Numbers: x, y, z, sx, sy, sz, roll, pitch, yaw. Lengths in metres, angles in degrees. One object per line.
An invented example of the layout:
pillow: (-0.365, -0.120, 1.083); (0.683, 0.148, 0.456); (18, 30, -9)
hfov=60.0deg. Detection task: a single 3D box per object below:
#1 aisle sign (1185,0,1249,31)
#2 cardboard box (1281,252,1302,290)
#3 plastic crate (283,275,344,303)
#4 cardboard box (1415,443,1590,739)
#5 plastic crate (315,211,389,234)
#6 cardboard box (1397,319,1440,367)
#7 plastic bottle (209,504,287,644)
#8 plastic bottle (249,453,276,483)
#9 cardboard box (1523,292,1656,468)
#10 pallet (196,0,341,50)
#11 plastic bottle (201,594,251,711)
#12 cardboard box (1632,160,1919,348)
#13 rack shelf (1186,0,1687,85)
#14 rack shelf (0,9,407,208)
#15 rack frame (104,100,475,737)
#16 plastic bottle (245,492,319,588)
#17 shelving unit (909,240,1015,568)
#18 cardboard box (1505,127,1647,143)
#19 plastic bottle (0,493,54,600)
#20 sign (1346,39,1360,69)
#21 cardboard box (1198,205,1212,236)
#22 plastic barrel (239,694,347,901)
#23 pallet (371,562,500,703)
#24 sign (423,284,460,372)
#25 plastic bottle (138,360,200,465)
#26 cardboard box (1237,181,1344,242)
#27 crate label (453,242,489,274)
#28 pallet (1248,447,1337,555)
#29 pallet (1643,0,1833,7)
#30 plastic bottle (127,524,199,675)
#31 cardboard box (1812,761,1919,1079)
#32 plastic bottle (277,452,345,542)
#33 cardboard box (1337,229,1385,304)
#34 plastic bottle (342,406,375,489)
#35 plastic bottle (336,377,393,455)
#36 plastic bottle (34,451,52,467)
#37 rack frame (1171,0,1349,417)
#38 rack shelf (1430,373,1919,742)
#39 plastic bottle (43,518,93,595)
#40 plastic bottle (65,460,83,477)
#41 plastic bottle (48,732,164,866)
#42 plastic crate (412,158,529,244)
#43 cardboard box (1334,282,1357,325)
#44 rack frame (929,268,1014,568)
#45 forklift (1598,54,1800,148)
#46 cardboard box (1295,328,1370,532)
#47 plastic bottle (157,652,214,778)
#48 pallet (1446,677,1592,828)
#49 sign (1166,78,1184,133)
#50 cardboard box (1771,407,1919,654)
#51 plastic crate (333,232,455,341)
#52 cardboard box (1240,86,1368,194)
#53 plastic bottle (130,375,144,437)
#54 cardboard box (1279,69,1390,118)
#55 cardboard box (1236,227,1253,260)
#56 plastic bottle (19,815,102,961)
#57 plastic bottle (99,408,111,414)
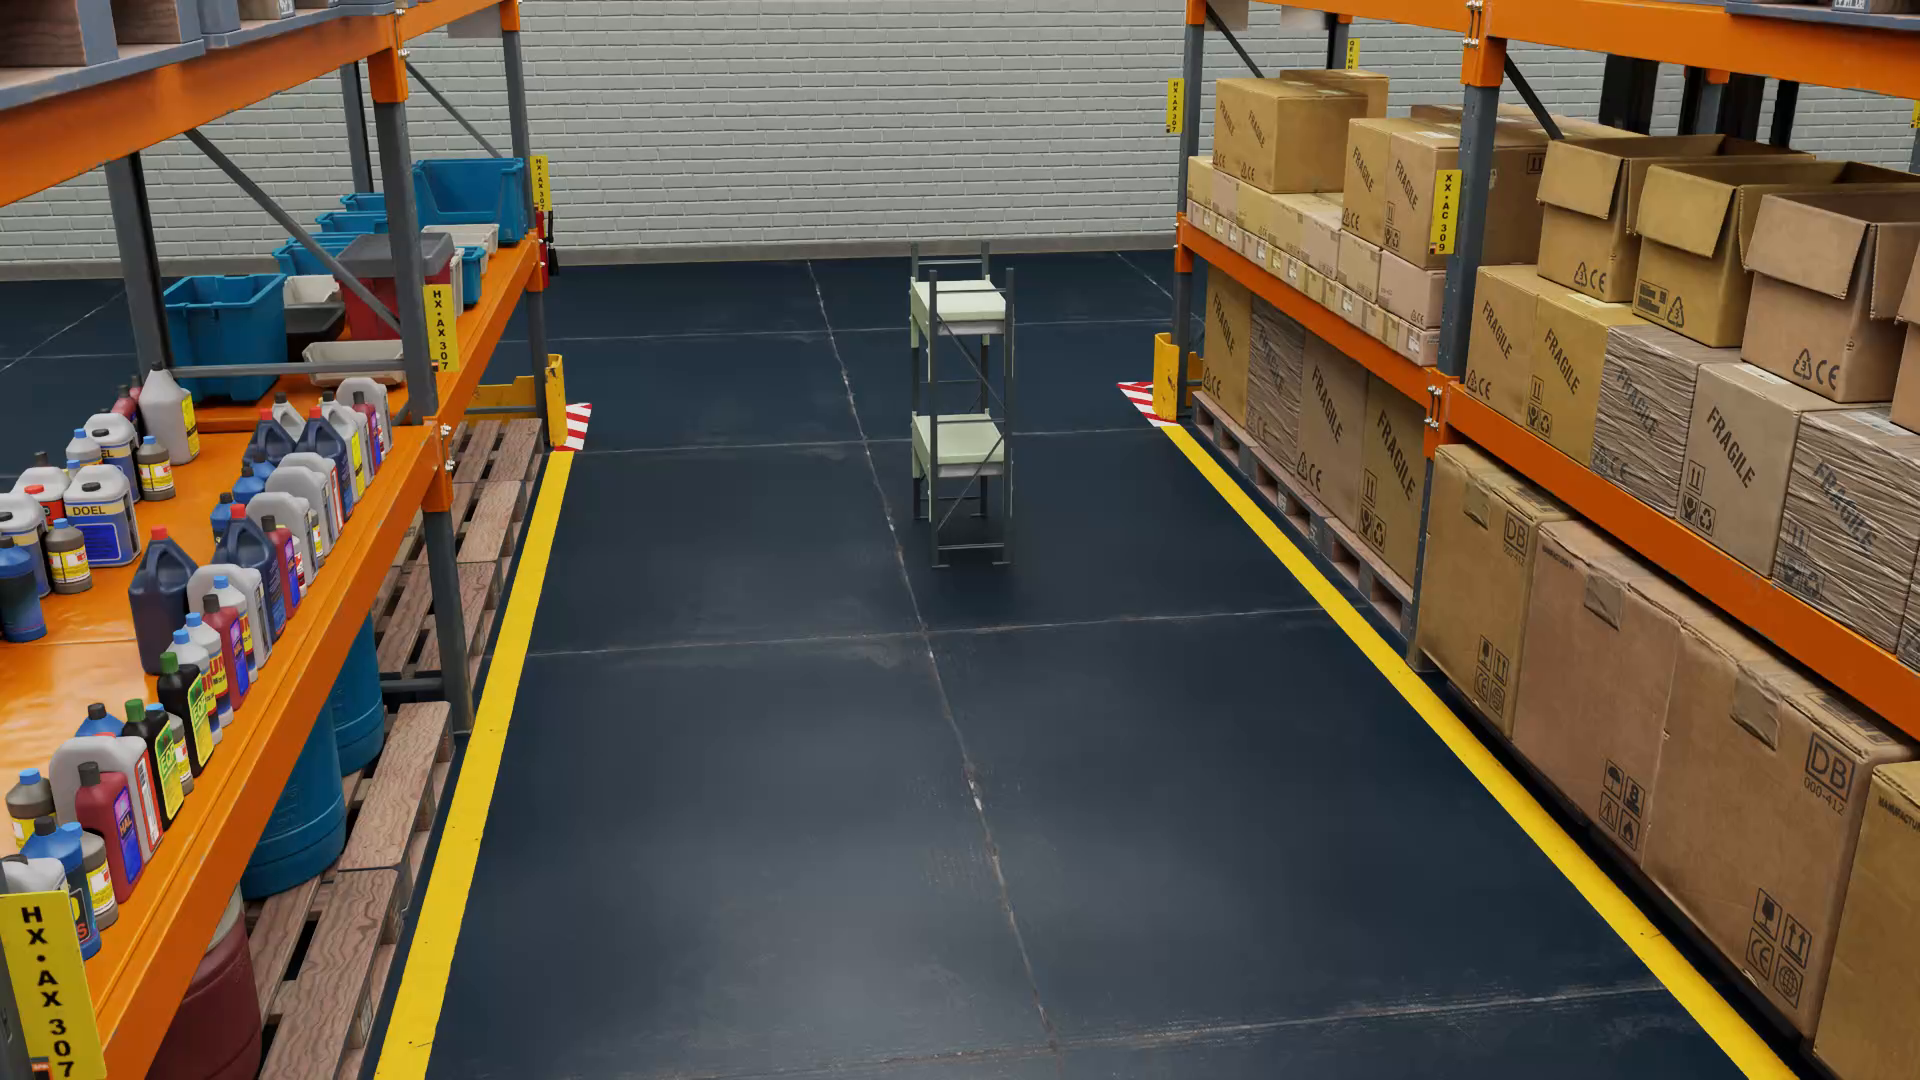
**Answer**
aisle sign: (1.567, -3.483, 10.038); (0.394, 0.787, 0.004); (-3, 21, -8)
cardboard box: (1.861, -1.375, 8.469); (0.380, 0.149, 0.250); (-3, 21, -7)
plastic crate: (-2.999, -1.113, 7.699); (0.293, 0.136, 0.466); (-3, 21, -8)
cardboard box: (2.563, 0.149, 6.467); (1.225, 0.875, 0.875); (-3, 21, -8)
plastic crate: (-3.222, -1.625, 8.933); (0.416, 0.233, 0.300); (-3, 21, -8)
cardboard box: (2.083, -0.842, 7.041); (0.380, 0.149, 0.250); (-3, 21, -7)
plastic bottle: (-1.835, 0.086, 4.270); (0.144, 0.351, 0.185); (-3, 21, -8)
plastic bottle: (-2.069, -0.126, 4.951); (0.097, 0.271, 0.097); (0, 20, 0)
cardboard box: (2.343, -0.571, 5.815); (0.500, 0.500, 0.500); (-3, 21, -8)
pallet: (-2.074, -1.278, 3.834); (1.003, 0.211, 1.213); (-3, 21, -8)
plastic bottle: (-1.738, 0.251, 3.925); (0.061, 0.283, 0.133); (-3, 21, -8)
cardboard box: (2.638, -0.928, 5.337); (0.797, 0.503, 0.637); (-3, 21, -7)
rack shelf: (2.162, -2.631, 8.214); (1.077, 0.370, 4.000); (-3, 21, -8)
rack shelf: (-2.162, -0.996, 3.837); (1.077, 0.370, 4.000); (-3, 21, -8)
rack frame: (-2.450, -0.620, 6.090); (1.000, 3.000, 0.127); (-3, 21, -8)
plastic bottle: (-1.896, -0.014, 4.644); (0.152, 0.276, 0.135); (-3, 21, -8)
shelving unit: (0.001, -0.700, 8.448); (0.431, 1.500, 0.755); (-3, 21, -8)
cardboard box: (2.635, -1.469, 7.081); (0.500, 0.500, 0.500); (-3, 21, -8)
plastic bottle: (-2.594, 0.018, 4.558); (0.152, 0.276, 0.135); (-3, 21, -8)
sign: (2.413, -2.931, 10.283); (0.100, 0.325, 0.005); (-3, 21, -8)
cardboard box: (1.637, -1.909, 9.900); (0.380, 0.149, 0.250); (-3, 21, -9)
plastic barrel: (-2.287, 0.600, 5.221); (0.600, 0.901, 0.708); (-3, 21, -8)
pallet: (-2.595, 0.433, 7.254); (1.003, 0.211, 1.213); (-3, 21, -8)
sign: (-1.906, -0.777, 6.114); (0.100, 0.325, 0.005); (-3, 21, -8)
plastic bottle: (-2.715, -0.445, 5.691); (0.144, 0.351, 0.185); (-3, 21, -8)
cardboard box: (1.827, -1.791, 9.013); (0.500, 0.250, 0.500); (-4, 21, -10)
crate label: (-2.639, -1.440, 8.577); (0.396, 0.136, 0.243); (-3, 21, -8)
pallet: (2.239, -0.254, 9.096); (1.003, 0.211, 1.213); (-3, 21, -8)
pallet: (2.632, -1.871, 5.424); (0.805, 0.209, 1.217); (-4, 21, -10)
plastic bottle: (-1.966, 0.140, 4.124); (0.144, 0.351, 0.185); (-3, 21, -8)
cardboard box: (2.948, 1.073, 3.992); (1.225, 0.875, 0.875); (-4, 21, -10)
plastic bottle: (-1.948, -0.141, 4.984); (0.152, 0.276, 0.135); (-3, 21, -8)
cardboard box: (2.050, -1.258, 7.586); (0.500, 0.250, 0.500); (-2, 21, -6)
plastic bottle: (-2.021, -0.316, 5.452); (0.152, 0.276, 0.135); (-3, 21, -8)
plastic bottle: (-2.074, -0.442, 5.790); (0.152, 0.276, 0.135); (-3, 21, -8)
plastic bottle: (-2.692, -0.110, 4.890); (0.061, 0.283, 0.133); (-3, 21, -8)
rack frame: (1.874, -2.255, 10.467); (1.000, 3.000, 0.127); (-3, 21, -8)
rack shelf: (2.739, 0.159, 5.031); (1.077, 0.370, 4.000); (-3, 21, -8)
plastic bottle: (-2.473, 0.040, 4.605); (0.097, 0.201, 0.097); (0, 20, 0)
plastic bottle: (-2.704, -0.146, 5.104); (0.097, 0.201, 0.097); (0, 20, 0)
plastic bottle: (-1.683, 0.496, 3.278); (0.152, 0.276, 0.135); (-3, 21, -8)
plastic crate: (-2.794, -1.944, 9.496); (0.616, 0.435, 0.499); (-3, 21, -8)
cardboard box: (1.971, -1.109, 7.756); (0.380, 0.149, 0.250); (-3, 21, -7)
rack frame: (0.054, -0.574, 8.108); (0.400, 1.500, 0.023); (-3, 21, -8)
forklift: (4.407, -1.926, 9.684); (1.130, 2.935, 3.031); (-3, 21, -9)
cardboard box: (2.305, -0.616, 8.514); (0.875, 0.875, 0.875); (-3, 21, -8)
plastic bottle: (-1.690, 0.364, 3.621); (0.061, 0.283, 0.133); (-3, 21, -8)
pallet: (2.637, 0.699, 6.542); (1.003, 0.211, 1.213); (-3, 21, -8)
sign: (1.324, -2.672, 10.232); (0.100, 0.325, 0.005); (-3, 21, -8)
cardboard box: (2.567, -0.043, 4.401); (0.500, 0.500, 0.500); (-4, 21, -10)
plastic crate: (-2.331, -1.000, 6.930); (0.402, 0.464, 0.583); (-3, 21, -8)
cardboard box: (1.829, -2.144, 8.886); (0.500, 0.500, 0.500); (-3, 21, -9)
plastic bottle: (-2.820, -0.417, 5.713); (0.061, 0.283, 0.133); (-3, 21, -8)
cardboard box: (2.204, -2.520, 9.894); (0.500, 0.500, 0.500); (-3, 21, -7)
cardboard box: (1.749, -1.642, 9.185); (0.380, 0.149, 0.250); (-3, 21, -9)
plastic bottle: (-1.606, 0.617, 2.961); (0.097, 0.271, 0.097); (0, 20, 0)
plastic bottle: (-2.752, -0.293, 5.397); (0.097, 0.271, 0.097); (0, 20, 0)
